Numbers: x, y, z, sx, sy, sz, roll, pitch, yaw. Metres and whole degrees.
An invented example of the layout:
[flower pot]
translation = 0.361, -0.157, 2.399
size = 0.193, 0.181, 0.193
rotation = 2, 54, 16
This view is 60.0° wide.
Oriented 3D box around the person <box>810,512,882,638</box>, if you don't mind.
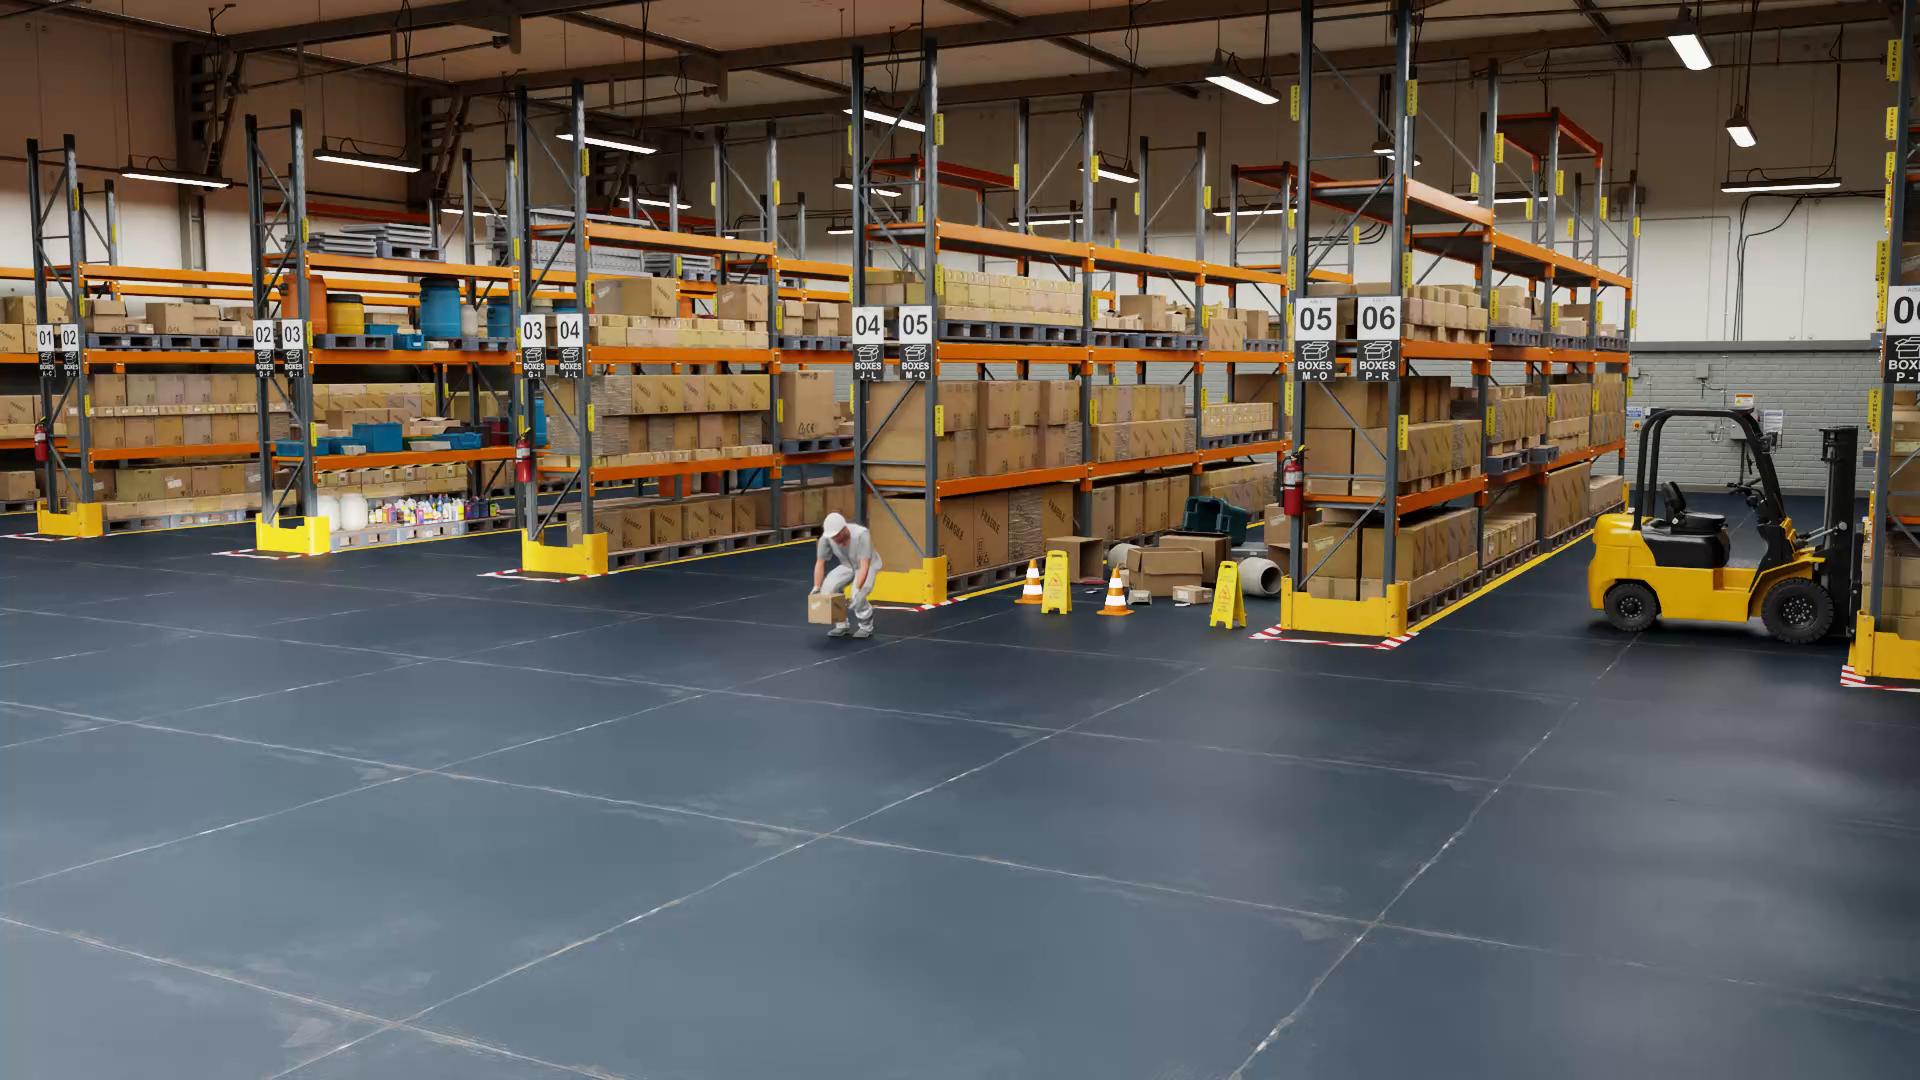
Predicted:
[person]
translation = -1.029, 0.323, 15.648
size = 0.582, 1.212, 0.839
rotation = 3, 7, 28
